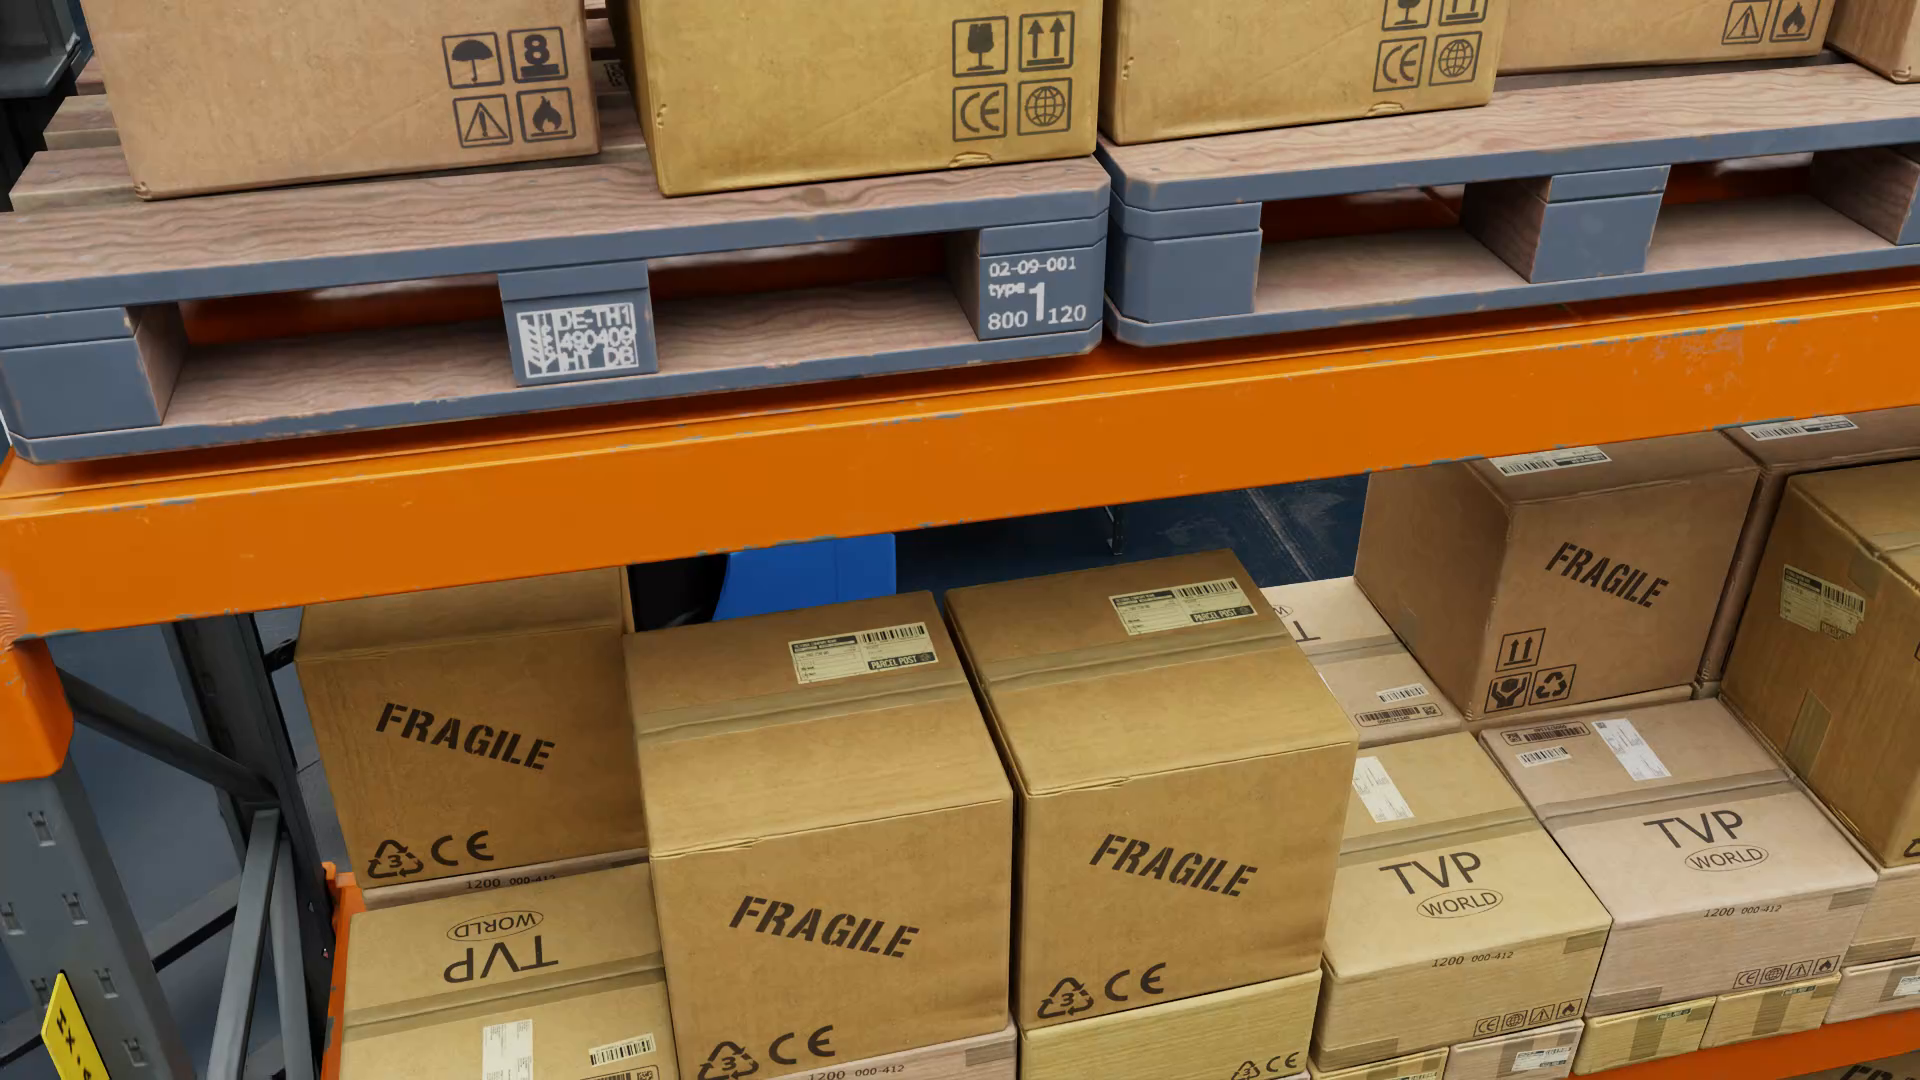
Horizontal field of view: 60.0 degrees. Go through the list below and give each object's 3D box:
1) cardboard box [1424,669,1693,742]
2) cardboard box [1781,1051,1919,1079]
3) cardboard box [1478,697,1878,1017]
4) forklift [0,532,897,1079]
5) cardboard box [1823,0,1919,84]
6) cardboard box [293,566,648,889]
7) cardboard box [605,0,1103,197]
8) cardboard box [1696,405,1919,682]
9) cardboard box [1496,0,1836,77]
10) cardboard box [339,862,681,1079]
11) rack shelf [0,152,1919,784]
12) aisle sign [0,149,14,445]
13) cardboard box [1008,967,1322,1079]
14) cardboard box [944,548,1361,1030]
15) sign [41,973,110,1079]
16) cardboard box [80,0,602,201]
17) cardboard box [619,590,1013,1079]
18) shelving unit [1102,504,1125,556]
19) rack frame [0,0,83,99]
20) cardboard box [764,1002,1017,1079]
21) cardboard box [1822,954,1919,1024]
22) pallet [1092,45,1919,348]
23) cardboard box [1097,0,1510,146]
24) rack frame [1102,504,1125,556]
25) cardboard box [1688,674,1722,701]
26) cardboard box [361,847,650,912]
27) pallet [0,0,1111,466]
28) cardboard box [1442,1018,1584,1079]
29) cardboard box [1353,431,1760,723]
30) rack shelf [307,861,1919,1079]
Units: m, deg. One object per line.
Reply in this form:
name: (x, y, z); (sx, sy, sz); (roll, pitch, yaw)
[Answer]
cardboard box: (1.151, 0.286, 3.499); (0.500, 0.250, 0.500); (-6, 34, -9)
cardboard box: (1.996, 1.052, 4.020); (0.875, 0.875, 0.875); (-7, 35, -11)
cardboard box: (1.283, 0.570, 3.076); (0.500, 0.250, 0.500); (-7, 34, -10)
forklift: (-1.496, -0.168, 4.369); (1.130, 2.935, 3.031); (23, 40, 30)
cardboard box: (1.382, -1.004, 2.305); (0.500, 0.500, 0.700); (-5, 34, -8)
cardboard box: (-0.827, 0.223, 2.920); (0.500, 0.500, 0.500); (-7, 34, -10)
cardboard box: (-0.173, -0.801, 2.004); (0.500, 0.500, 0.700); (-8, 35, -12)
cardboard box: (1.652, -0.089, 3.386); (0.500, 0.500, 0.500); (-7, 35, -11)
cardboard box: (0.841, -1.016, 2.325); (0.500, 0.500, 0.700); (-6, 34, -8)
cardboard box: (-0.716, 0.825, 2.696); (0.500, 0.250, 0.500); (-8, 35, -12)
rack shelf: (0.707, -0.394, 2.599); (4.000, 0.370, 1.077); (-7, 35, -11)
aisle sign: (-1.380, -0.435, 2.373); (0.004, 0.787, 0.394); (-7, 35, -11)
cardboard box: (0.280, 0.698, 2.886); (0.500, 0.250, 0.500); (-8, 35, -12)
cardboard box: (0.276, 0.385, 2.679); (0.500, 0.500, 0.500); (-8, 35, -12)
sign: (-1.127, 0.709, 2.154); (0.005, 0.325, 0.100); (-7, 35, -11)
cardboard box: (-0.748, -0.797, 1.998); (0.500, 0.500, 0.700); (-9, 35, -13)
cardboard box: (-0.228, 0.452, 2.579); (0.500, 0.500, 0.500); (-8, 35, -12)
shelving unit: (0.083, -0.633, 6.348); (1.048, 1.500, 0.538); (-7, 35, -11)
rack frame: (-1.244, -1.692, 1.196); (0.127, 3.000, 1.000); (-7, 35, -11)
cardboard box: (-0.210, 0.758, 2.797); (0.500, 0.250, 0.500); (-8, 35, -11)
cardboard box: (1.680, 0.722, 3.208); (0.250, 0.149, 0.380); (-7, 34, -10)
pallet: (0.670, -0.659, 2.428); (1.213, 0.211, 1.003); (-7, 35, -11)
cardboard box: (0.321, -0.891, 2.138); (0.500, 0.500, 0.700); (-9, 35, -14)
rack frame: (0.579, -0.696, 6.441); (0.032, 1.500, 0.500); (-7, 35, -11)
cardboard box: (1.655, 0.219, 3.599); (0.500, 0.250, 0.500); (-7, 35, -11)
cardboard box: (-0.830, 0.534, 3.131); (0.500, 0.250, 0.500); (-8, 35, -11)
pallet: (-0.522, -0.507, 2.201); (1.213, 0.211, 1.003); (-7, 35, -11)
cardboard box: (0.931, 0.816, 3.068); (0.250, 0.149, 0.380); (-7, 34, -10)
cardboard box: (1.146, -0.023, 3.287); (0.500, 0.500, 0.500); (-8, 35, -12)
rack shelf: (0.707, 0.851, 3.435); (4.000, 0.370, 1.077); (-7, 35, -11)
